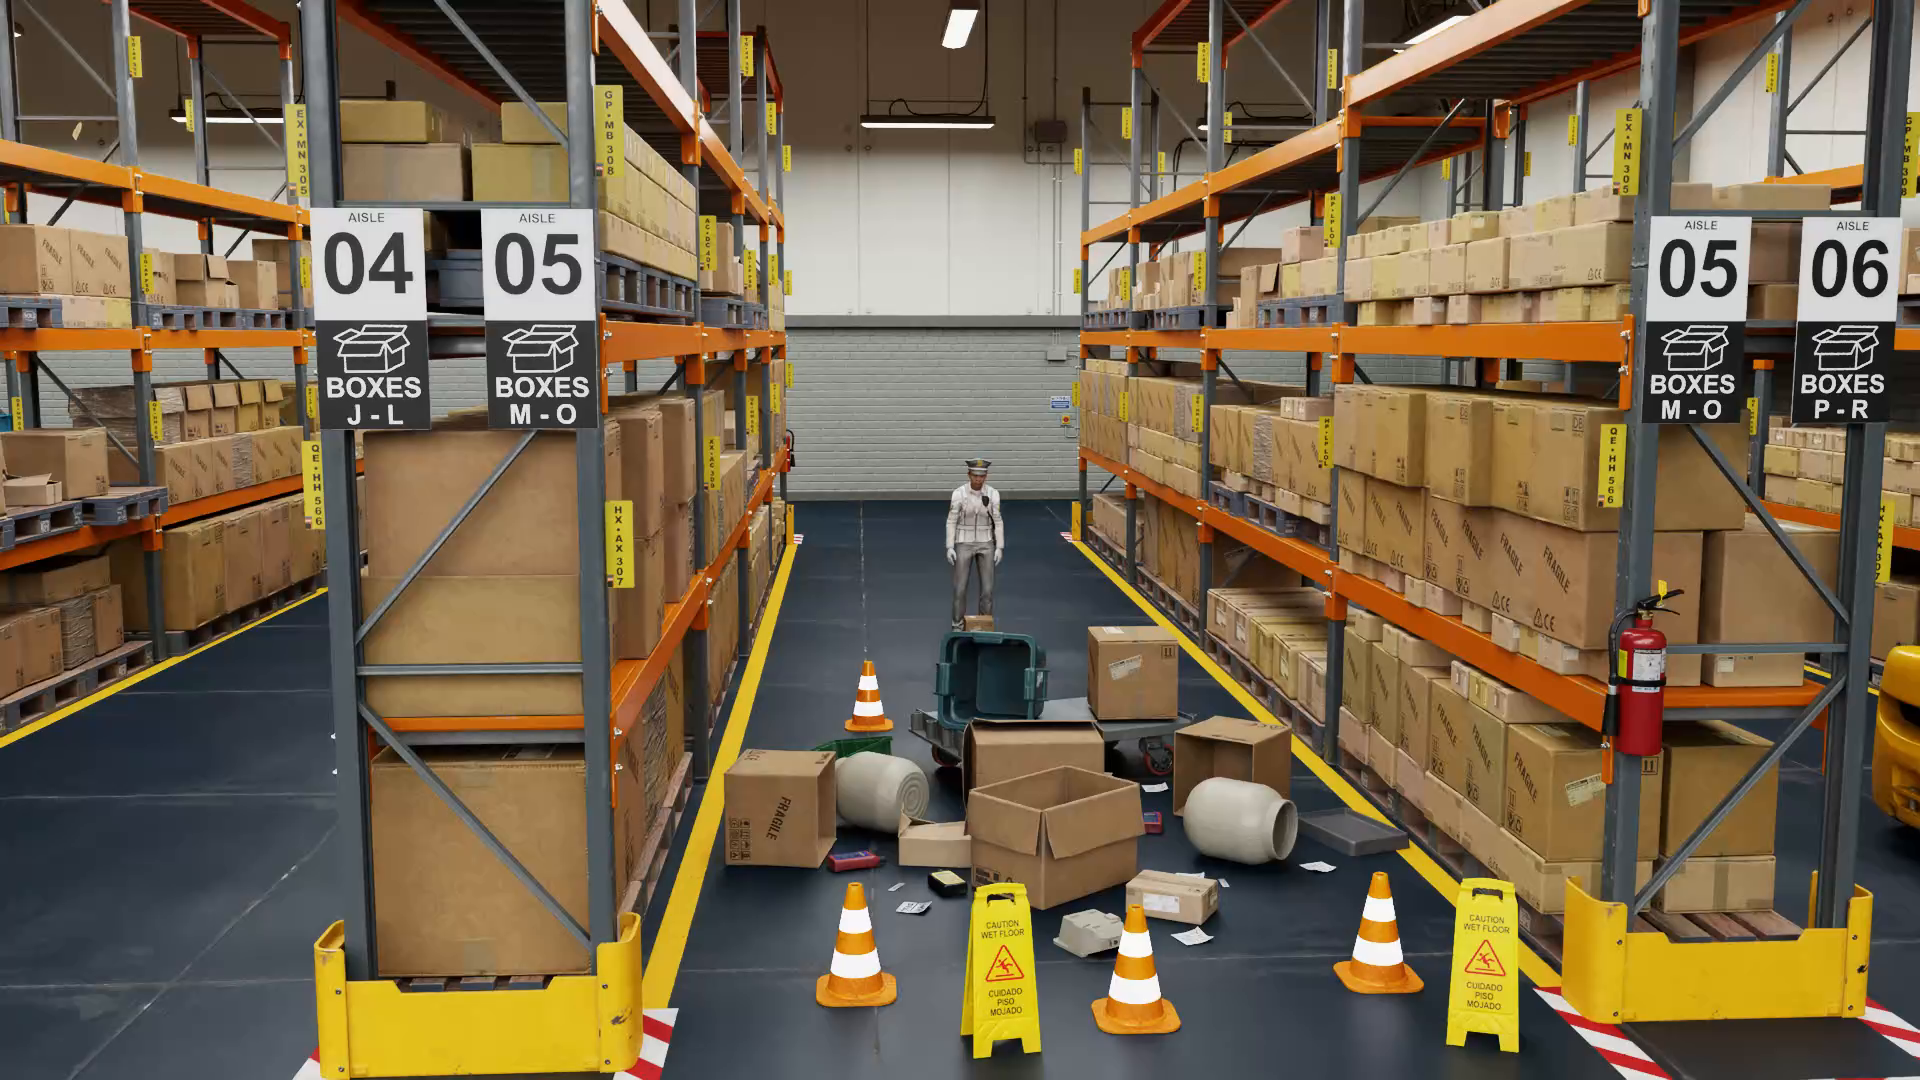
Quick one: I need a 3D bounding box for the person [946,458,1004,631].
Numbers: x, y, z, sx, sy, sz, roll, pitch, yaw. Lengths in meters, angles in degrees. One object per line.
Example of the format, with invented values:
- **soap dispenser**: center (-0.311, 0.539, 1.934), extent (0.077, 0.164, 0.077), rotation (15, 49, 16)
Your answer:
- **person**: center (0.135, 0.093, 15.015), extent (0.526, 1.654, 0.374), rotation (-1, 7, -5)
